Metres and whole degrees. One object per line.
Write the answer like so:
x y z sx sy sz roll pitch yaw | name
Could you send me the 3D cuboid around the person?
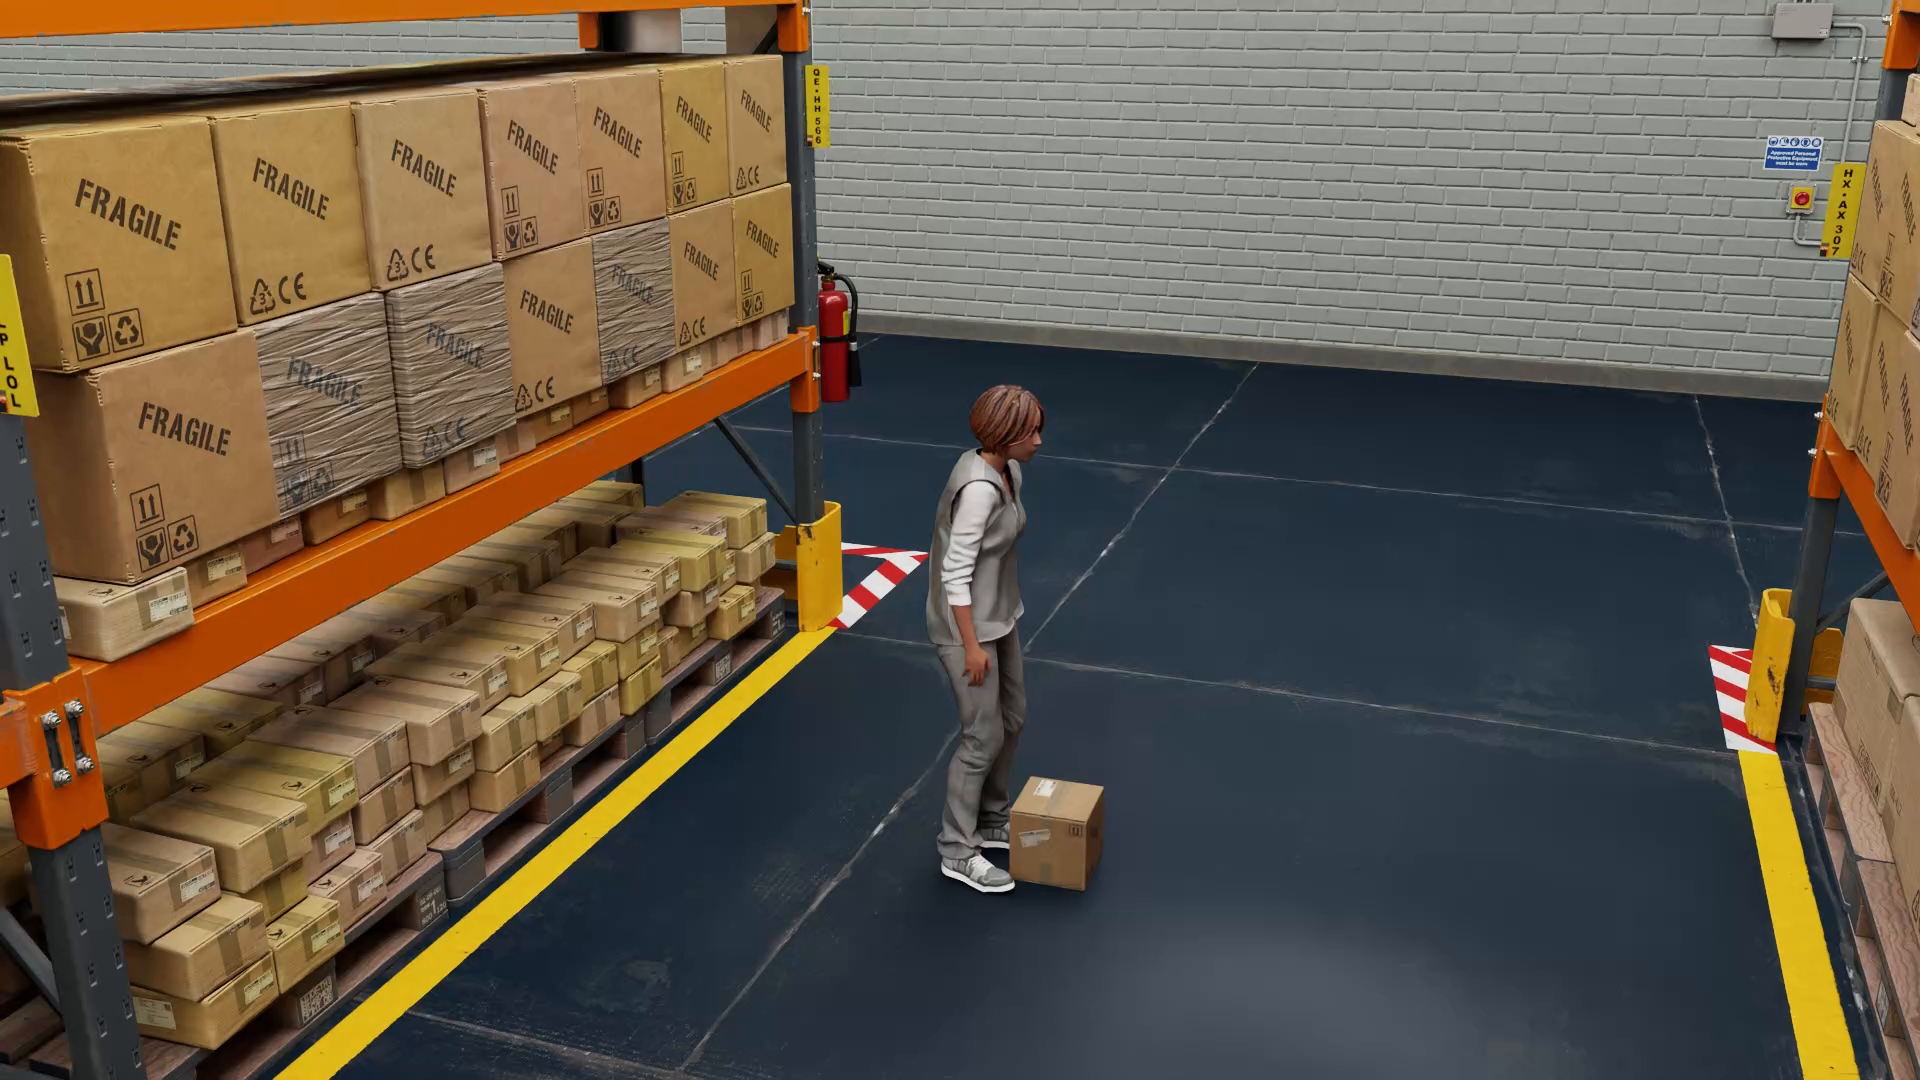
0.090 0.293 5.232 0.377 1.590 0.469 6 20 16 | person
